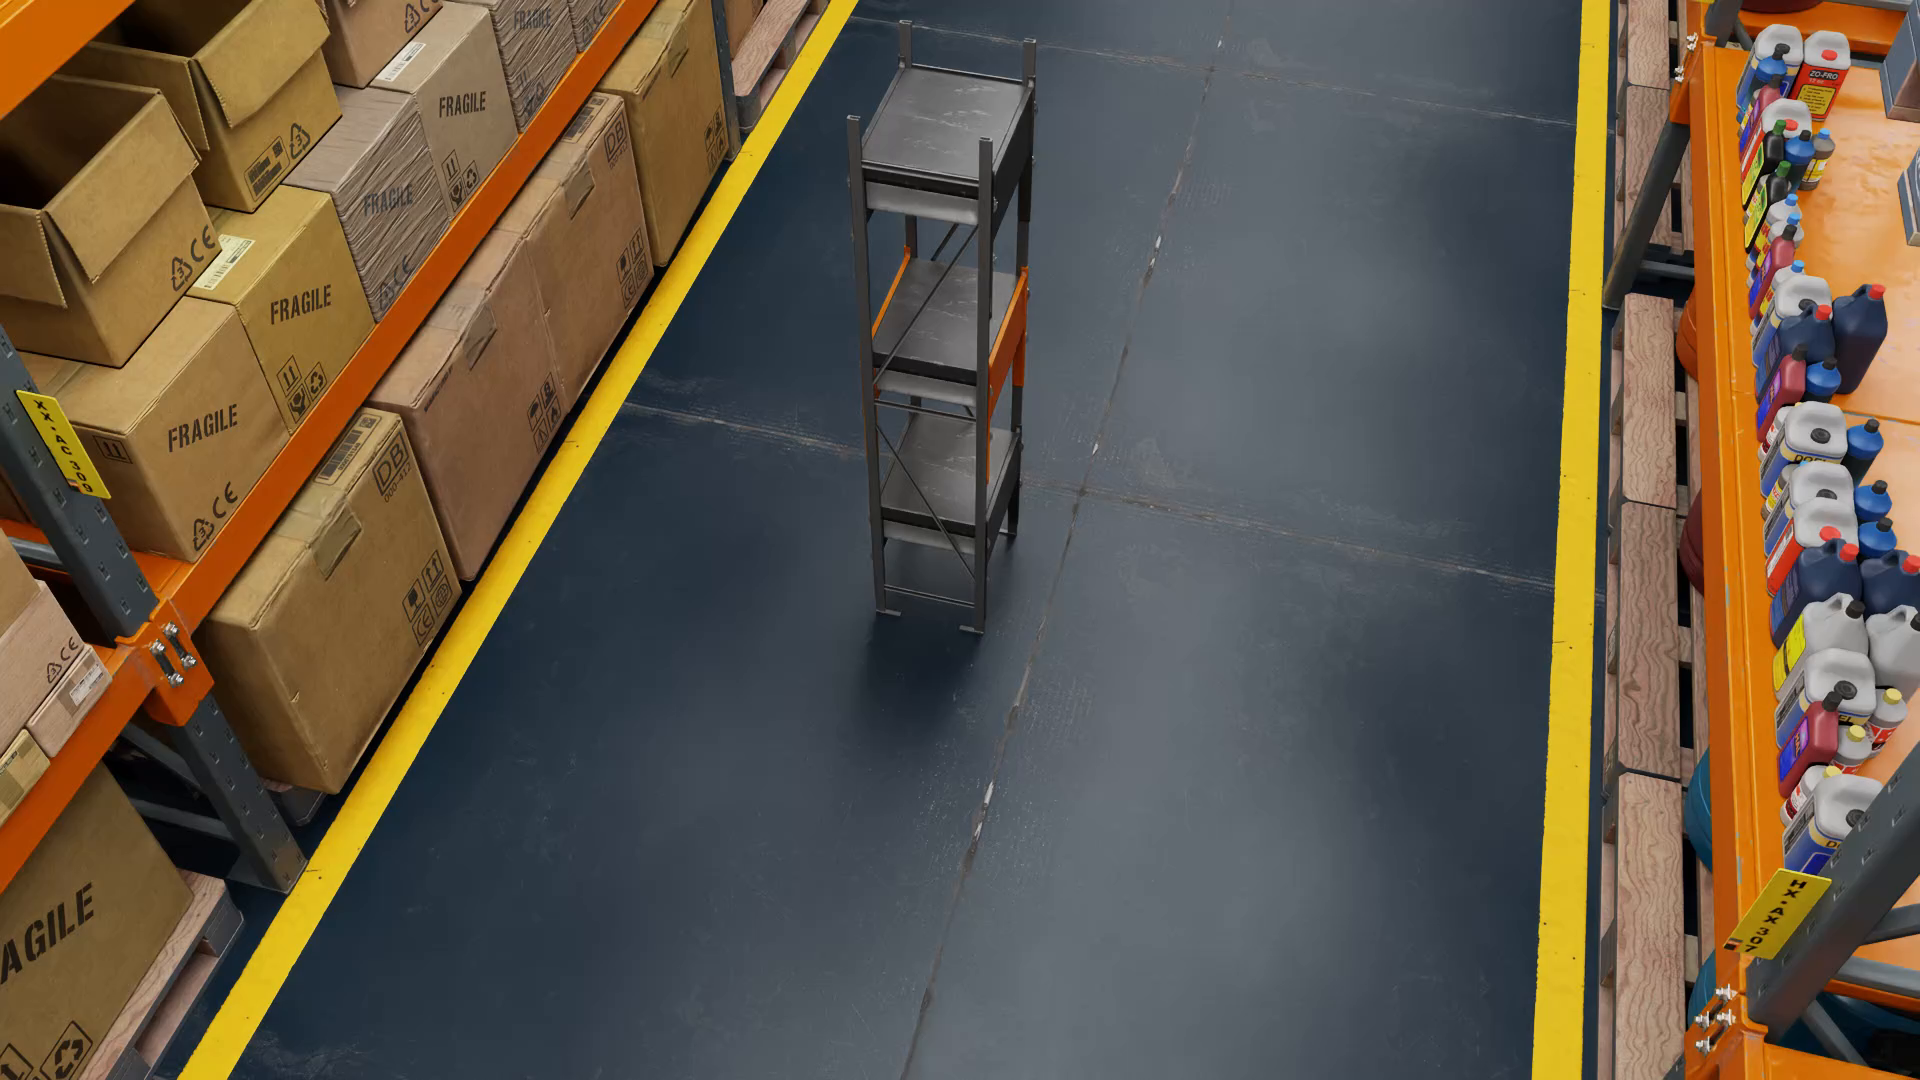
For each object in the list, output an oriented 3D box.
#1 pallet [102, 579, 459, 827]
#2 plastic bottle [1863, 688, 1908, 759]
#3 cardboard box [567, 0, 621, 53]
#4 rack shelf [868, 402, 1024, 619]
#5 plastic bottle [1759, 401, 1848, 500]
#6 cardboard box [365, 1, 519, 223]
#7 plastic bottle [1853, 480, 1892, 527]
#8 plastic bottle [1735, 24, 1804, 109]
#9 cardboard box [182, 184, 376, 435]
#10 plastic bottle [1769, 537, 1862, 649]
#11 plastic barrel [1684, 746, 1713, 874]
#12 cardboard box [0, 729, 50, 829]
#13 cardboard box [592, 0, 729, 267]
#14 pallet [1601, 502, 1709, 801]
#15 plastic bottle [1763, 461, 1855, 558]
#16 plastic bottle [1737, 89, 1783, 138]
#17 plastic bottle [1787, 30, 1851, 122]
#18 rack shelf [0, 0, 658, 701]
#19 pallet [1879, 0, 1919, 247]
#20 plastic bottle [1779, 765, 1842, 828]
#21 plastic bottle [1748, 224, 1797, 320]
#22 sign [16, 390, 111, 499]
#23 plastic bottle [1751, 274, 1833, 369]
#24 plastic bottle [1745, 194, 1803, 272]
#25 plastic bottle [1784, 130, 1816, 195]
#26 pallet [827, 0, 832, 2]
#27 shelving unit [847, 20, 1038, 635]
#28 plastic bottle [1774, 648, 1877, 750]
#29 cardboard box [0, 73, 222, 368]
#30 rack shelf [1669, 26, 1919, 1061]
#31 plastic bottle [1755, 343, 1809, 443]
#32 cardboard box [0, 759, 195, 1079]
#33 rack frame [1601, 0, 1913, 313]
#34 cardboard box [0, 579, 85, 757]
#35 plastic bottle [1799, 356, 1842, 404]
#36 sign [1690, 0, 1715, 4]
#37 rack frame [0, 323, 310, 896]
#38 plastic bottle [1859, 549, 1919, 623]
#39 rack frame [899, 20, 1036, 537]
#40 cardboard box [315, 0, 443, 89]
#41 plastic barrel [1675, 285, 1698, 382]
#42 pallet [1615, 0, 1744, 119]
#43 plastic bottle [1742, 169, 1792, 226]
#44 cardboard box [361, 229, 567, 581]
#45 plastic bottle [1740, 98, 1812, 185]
[{"bbox_3d":[-2.456,0.339,5.810,1.003,0.211,1.213,12,50,10],"label":"pallet"},{"bbox_3d":[2.205,0.431,4.002,0.097,0.201,0.097,0,49,0],"label":"plastic bottle"},{"bbox_3d":[-1.561,-2.172,6.099,0.500,0.500,0.500,11,50,10],"label":"cardboard box"},{"bbox_3d":[-0.044,-0.103,5.892,0.431,0.518,0.480,12,50,10],"label":"rack shelf"},{"bbox_3d":[2.309,-0.235,4.540,0.152,0.276,0.135,12,50,10],"label":"plastic bottle"},{"bbox_3d":[-1.829,-1.428,5.443,0.500,0.500,0.500,12,50,11],"label":"cardboard box"},{"bbox_3d":[2.374,-0.055,4.383,0.097,0.271,0.097,0,49,0],"label":"plastic bottle"},{"bbox_3d":[2.819,-1.636,5.776,0.152,0.276,0.135,12,50,10],"label":"plastic bottle"},{"bbox_3d":[-2.092,-0.691,4.792,0.500,0.500,0.500,12,50,10],"label":"cardboard box"},{"bbox_3d":[2.167,0.120,4.176,0.144,0.351,0.185,12,50,10],"label":"plastic bottle"},{"bbox_3d":[2.538,0.620,4.822,0.600,0.901,0.708,12,50,10],"label":"plastic barrel"},{"bbox_3d":[-2.418,0.544,3.936,0.380,0.149,0.250,12,50,11],"label":"cardboard box"},{"bbox_3d":[-1.735,-1.845,7.014,1.225,0.875,0.875,9,49,8],"label":"cardboard box"},{"bbox_3d":[2.755,0.454,5.708,1.003,0.211,1.213,12,50,10],"label":"pallet"},{"bbox_3d":[2.248,-0.067,4.392,0.152,0.276,0.135,12,50,10],"label":"plastic bottle"},{"bbox_3d":[2.737,-1.463,5.673,0.097,0.201,0.097,0,49,0],"label":"plastic bottle"},{"bbox_3d":[2.966,-1.606,5.750,0.152,0.276,0.135,12,50,10],"label":"plastic bottle"},{"bbox_3d":[-2.060,-1.219,5.805,1.077,0.370,4.000,12,50,10],"label":"rack shelf"},{"bbox_3d":[2.304,-0.550,2.860,1.213,0.211,1.003,12,50,10],"label":"pallet"},{"bbox_3d":[1.988,0.594,3.857,0.097,0.201,0.097,0,49,0],"label":"plastic bottle"},{"bbox_3d":[2.471,-0.812,5.044,0.061,0.283,0.133,12,50,10],"label":"plastic bottle"},{"bbox_3d":[-2.050,-0.215,3.809,0.100,0.325,0.005,12,50,10],"label":"sign"},{"bbox_3d":[2.454,-0.633,4.891,0.152,0.276,0.135,12,50,10],"label":"plastic bottle"},{"bbox_3d":[2.545,-0.958,5.181,0.097,0.271,0.097,0,49,0],"label":"plastic bottle"},{"bbox_3d":[2.699,-1.210,5.403,0.097,0.271,0.097,0,49,0],"label":"plastic bottle"},{"bbox_3d":[-1.003,-3.426,9.133,1.003,0.211,1.213,12,50,10],"label":"pallet"},{"bbox_3d":[-0.044,-0.575,5.357,0.431,2.100,0.503,12,50,10],"label":"shelving unit"},{"bbox_3d":[2.080,0.395,3.984,0.152,0.276,0.135,12,50,10],"label":"plastic bottle"},{"bbox_3d":[-2.426,-0.839,4.254,0.797,0.503,0.637,10,49,9],"label":"cardboard box"},{"bbox_3d":[2.719,-0.242,4.943,1.077,0.370,4.000,12,50,10],"label":"rack shelf"},{"bbox_3d":[2.326,-0.414,4.692,0.061,0.283,0.133,12,50,10],"label":"plastic bottle"},{"bbox_3d":[-2.837,1.015,4.490,0.875,0.875,0.875,12,50,10],"label":"cardboard box"},{"bbox_3d":[3.245,-1.926,5.950,1.000,3.000,0.127,12,50,10],"label":"rack frame"},{"bbox_3d":[-2.449,0.312,3.876,0.500,0.250,0.500,11,49,9],"label":"cardboard box"},{"bbox_3d":[2.407,-0.407,4.695,0.097,0.271,0.097,0,49,0],"label":"plastic bottle"},{"bbox_3d":[2.712,-2.084,5.980,0.100,0.325,0.005,12,50,10],"label":"sign"},{"bbox_3d":[-2.586,-0.011,4.259,1.000,3.000,0.127,12,50,10],"label":"rack frame"},{"bbox_3d":[2.306,0.148,4.151,0.144,0.351,0.185,12,50,10],"label":"plastic bottle"},{"bbox_3d":[0.021,-0.752,5.513,0.400,2.100,0.015,12,50,10],"label":"rack frame"},{"bbox_3d":[-2.086,-1.786,5.090,0.797,0.503,0.637,13,50,11],"label":"cardboard box"},{"bbox_3d":[3.133,-0.990,6.291,0.600,0.830,0.708,12,50,10],"label":"plastic barrel"},{"bbox_3d":[3.809,-2.436,8.259,1.003,0.211,1.213,12,50,10],"label":"pallet"},{"bbox_3d":[2.605,-1.102,5.354,0.097,0.201,0.097,0,49,0],"label":"plastic bottle"},{"bbox_3d":[-2.203,-0.560,5.881,1.225,0.875,0.875,10,49,9],"label":"cardboard box"},{"bbox_3d":[2.697,-1.302,5.481,0.152,0.276,0.135,12,50,10],"label":"plastic bottle"}]
